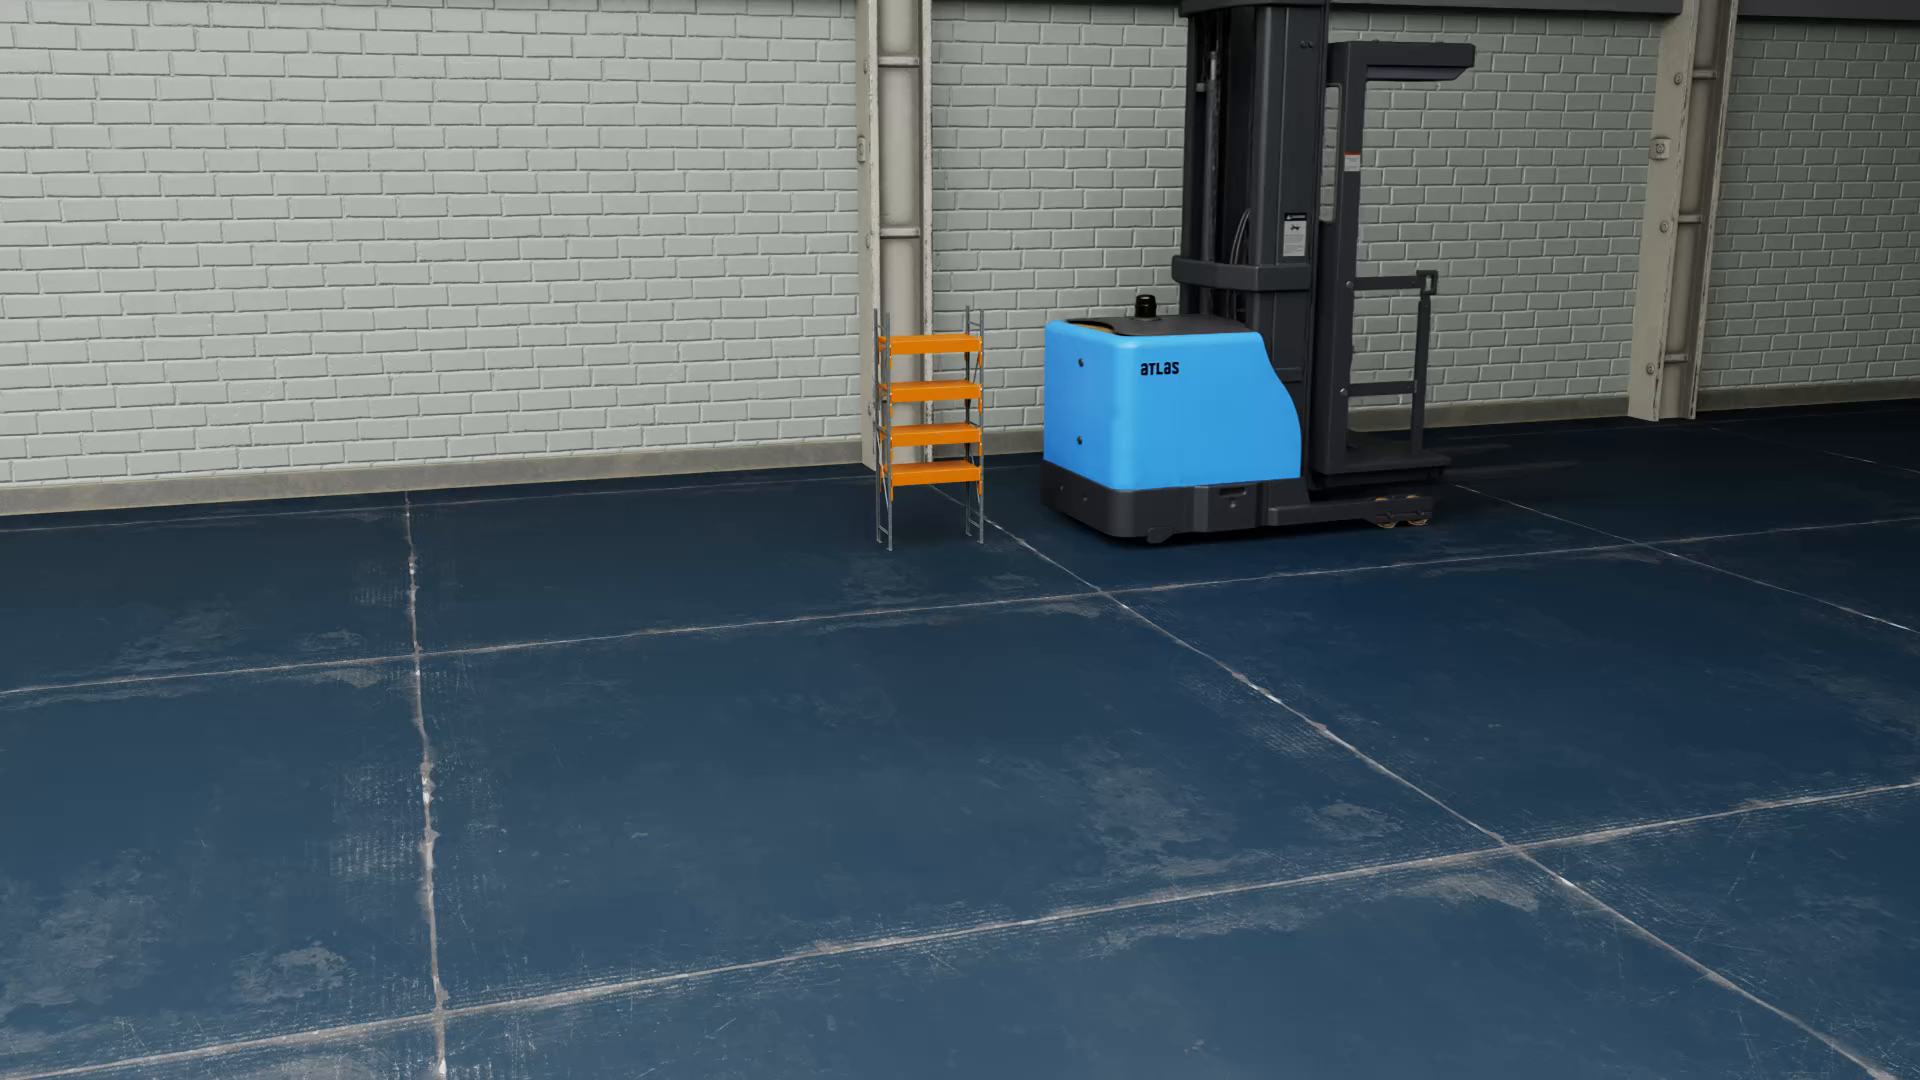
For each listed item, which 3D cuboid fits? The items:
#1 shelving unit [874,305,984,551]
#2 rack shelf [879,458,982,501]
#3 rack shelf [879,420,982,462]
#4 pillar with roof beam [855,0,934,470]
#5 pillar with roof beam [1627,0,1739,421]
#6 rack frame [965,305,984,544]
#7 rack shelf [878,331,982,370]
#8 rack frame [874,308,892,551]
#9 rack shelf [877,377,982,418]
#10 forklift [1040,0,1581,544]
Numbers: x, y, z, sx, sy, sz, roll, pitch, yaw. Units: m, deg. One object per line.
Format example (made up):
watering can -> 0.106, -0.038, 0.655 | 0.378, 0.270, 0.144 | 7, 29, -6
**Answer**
shelving unit -> -0.157, -0.571, 8.453 | 0.503, 1.200, 0.258 | -4, 14, -18
rack shelf -> -0.157, -0.313, 8.514 | 0.480, 0.148, 0.258 | -4, 14, -18
rack shelf -> -0.157, -0.506, 8.468 | 0.480, 0.148, 0.258 | -4, 14, -18
pillar with roof beam -> 0.970, -3.920, 5.677 | 0.400, 9.000, 9.100 | -4, 14, -18
pillar with roof beam -> 6.656, -4.363, 7.539 | 0.400, 9.000, 9.100 | -4, 14, -18
rack frame -> 0.074, -0.590, 8.528 | 0.015, 1.200, 0.240 | -4, 14, -18
rack shelf -> -0.157, -0.954, 8.362 | 0.480, 0.148, 0.258 | -4, 14, -18
rack frame -> -0.388, -0.553, 8.377 | 0.015, 1.200, 0.240 | -4, 14, -18
rack shelf -> -0.157, -0.724, 8.416 | 0.480, 0.148, 0.258 | -4, 14, -18
forklift -> 2.019, -1.595, 9.016 | 3.031, 2.935, 1.130 | -5, 14, -20
